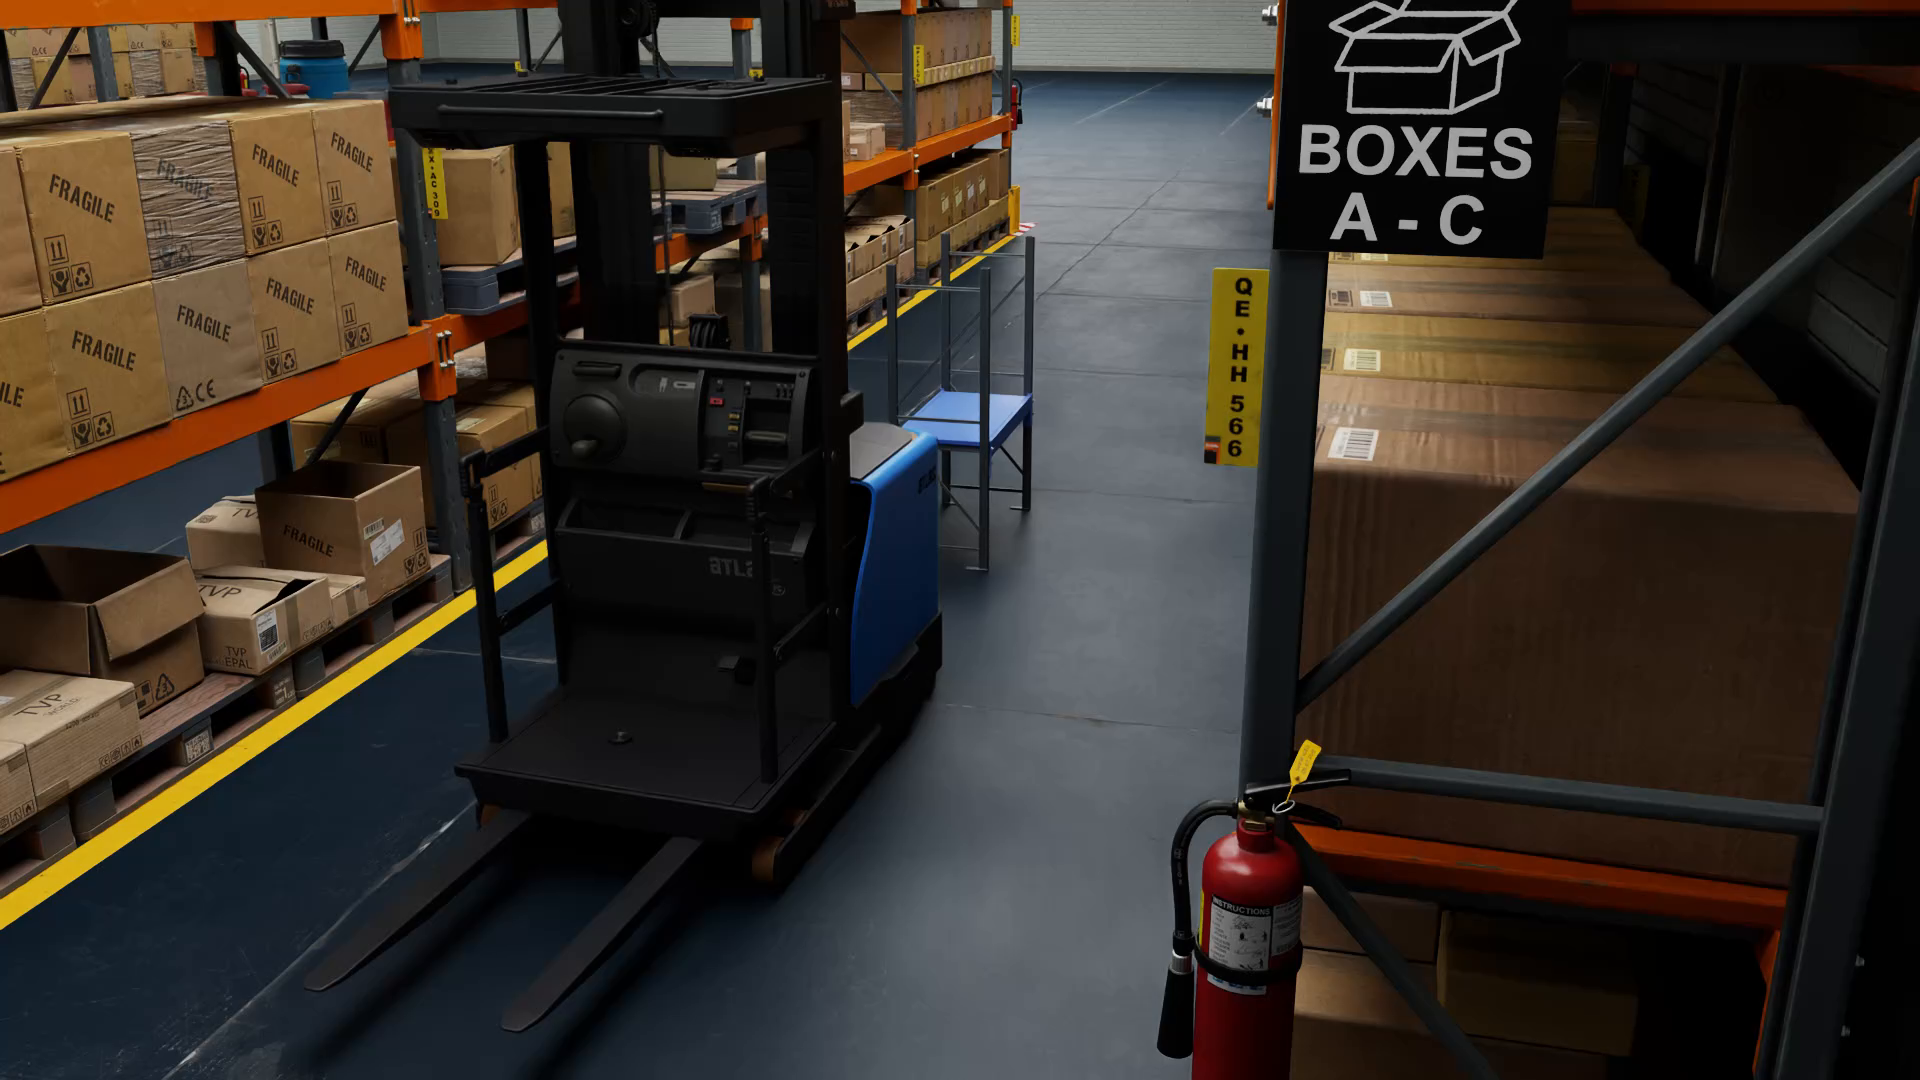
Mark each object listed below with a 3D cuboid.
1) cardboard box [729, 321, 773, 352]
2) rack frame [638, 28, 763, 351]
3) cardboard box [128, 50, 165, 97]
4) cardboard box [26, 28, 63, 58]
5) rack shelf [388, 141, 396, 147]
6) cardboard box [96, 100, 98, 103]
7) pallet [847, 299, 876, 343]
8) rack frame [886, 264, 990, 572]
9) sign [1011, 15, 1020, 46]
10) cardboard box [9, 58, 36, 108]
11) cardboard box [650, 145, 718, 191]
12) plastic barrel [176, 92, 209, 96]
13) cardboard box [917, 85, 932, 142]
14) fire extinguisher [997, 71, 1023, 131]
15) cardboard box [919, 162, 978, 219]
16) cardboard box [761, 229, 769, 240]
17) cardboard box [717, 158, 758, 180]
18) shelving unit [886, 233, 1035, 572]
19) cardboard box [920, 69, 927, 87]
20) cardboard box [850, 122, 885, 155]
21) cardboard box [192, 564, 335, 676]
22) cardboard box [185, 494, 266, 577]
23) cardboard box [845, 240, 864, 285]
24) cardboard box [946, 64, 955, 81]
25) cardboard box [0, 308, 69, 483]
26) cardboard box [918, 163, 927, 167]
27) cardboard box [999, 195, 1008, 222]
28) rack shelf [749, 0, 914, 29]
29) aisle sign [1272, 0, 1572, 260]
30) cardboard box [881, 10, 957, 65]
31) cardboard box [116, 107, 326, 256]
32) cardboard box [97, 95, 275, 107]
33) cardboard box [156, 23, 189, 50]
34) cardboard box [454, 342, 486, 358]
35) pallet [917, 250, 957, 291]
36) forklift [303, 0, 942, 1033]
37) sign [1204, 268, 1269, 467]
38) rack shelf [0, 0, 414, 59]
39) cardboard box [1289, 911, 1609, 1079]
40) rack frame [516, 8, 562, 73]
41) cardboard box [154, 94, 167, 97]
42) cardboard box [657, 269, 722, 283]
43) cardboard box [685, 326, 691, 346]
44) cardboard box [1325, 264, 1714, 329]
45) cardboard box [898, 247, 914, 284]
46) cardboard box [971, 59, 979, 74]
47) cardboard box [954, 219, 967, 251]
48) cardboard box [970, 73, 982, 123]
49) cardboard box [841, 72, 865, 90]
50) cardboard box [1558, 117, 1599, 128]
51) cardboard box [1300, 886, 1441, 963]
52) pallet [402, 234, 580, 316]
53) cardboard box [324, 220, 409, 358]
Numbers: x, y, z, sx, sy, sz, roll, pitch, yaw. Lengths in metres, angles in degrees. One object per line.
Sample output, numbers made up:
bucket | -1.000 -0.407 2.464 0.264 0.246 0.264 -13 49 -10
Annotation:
cardboard box | -1.460 -1.506 12.061 0.500 0.250 0.500 5 19 13
rack frame | -1.873 -2.468 11.272 1.000 3.000 0.127 5 19 13
cardboard box | -9.854 -5.457 19.409 0.875 0.500 0.500 5 19 13
cardboard box | -10.024 -5.444 17.824 0.500 0.500 0.500 5 19 13
rack shelf | -6.186 -3.146 14.372 1.077 0.370 4.000 5 19 13
cardboard box | -9.803 -4.901 18.784 0.380 0.149 0.250 5 19 13
pallet | -1.334 -1.784 13.585 1.003 0.211 1.213 5 19 13
rack frame | -0.103 -0.577 8.057 0.500 1.500 0.032 5 19 13
sign | 0.605 -5.588 18.249 0.100 0.325 0.005 5 19 13
cardboard box | -10.331 -4.829 17.570 0.875 0.500 0.500 5 19 13
cardboard box | -1.917 -2.507 10.584 0.700 0.500 0.500 -2 19 -5
plastic barrel | -6.429 -3.530 14.171 0.433 0.535 0.433 0 19 0
cardboard box | -0.671 -4.074 15.820 0.700 0.500 0.500 4 19 13
fire extinguisher | 0.561 -4.939 18.626 0.296 0.674 0.183 5 19 13
cardboard box | -0.114 -3.565 16.928 0.500 0.500 0.500 5 19 13
cardboard box | -1.491 -2.456 13.973 0.500 0.311 0.500 4 19 12
cardboard box | -1.742 -2.536 11.610 0.500 0.311 0.500 6 20 17
shelving unit | 0.021 -0.736 8.523 0.538 1.500 1.048 5 19 13
cardboard box | -0.519 -4.304 15.491 0.380 0.149 0.250 4 19 12
cardboard box | -0.973 -3.493 14.505 0.500 0.250 0.500 6 20 17
cardboard box | -2.897 0.286 6.688 0.500 0.311 0.500 5 19 13
cardboard box | -3.162 -0.035 7.629 0.500 0.311 0.500 5 19 13
cardboard box | -1.088 -2.258 13.394 0.500 0.311 0.500 4 19 13
cardboard box | -0.267 -4.630 16.445 0.380 0.149 0.250 4 19 13
cardboard box | -3.217 -0.445 5.195 0.500 0.500 0.500 5 19 13
cardboard box | -0.634 -3.607 17.052 0.500 0.500 0.500 5 19 13
cardboard box | 0.237 -3.681 18.429 0.500 0.250 0.500 5 19 13
rack shelf | -1.384 -4.174 12.738 1.077 0.370 4.000 5 19 13
aisle sign | 0.669 -0.802 2.372 0.394 0.787 0.004 5 19 13
cardboard box | -0.425 -4.994 16.507 0.700 0.500 0.500 5 19 13
cardboard box | -2.845 -1.395 6.429 0.500 0.500 0.500 4 19 12
cardboard box | -3.238 -1.609 7.056 0.500 0.500 0.500 5 20 15
cardboard box | -9.535 -6.071 19.659 0.500 0.500 0.500 5 19 13
cardboard box | -2.634 -0.888 9.832 0.500 0.500 0.500 4 19 12
pallet | -0.661 -2.648 16.113 1.003 0.211 1.213 5 19 13
forklift | -1.001 -0.407 5.345 1.130 2.935 3.031 6 20 16
sign | 0.454 -0.277 2.701 0.100 0.325 0.005 5 19 13
rack shelf | -3.339 -1.666 5.397 1.077 0.370 4.000 5 19 13
cardboard box | 1.051 1.187 3.790 0.700 0.500 0.500 5 19 13
rack frame | -4.721 -5.368 19.761 1.000 3.000 0.127 5 19 13
cardboard box | -9.643 -5.221 19.722 0.380 0.149 0.250 5 19 13
cardboard box | -1.984 -1.814 12.095 0.500 0.311 0.500 5 20 15
cardboard box | -1.874 -1.181 10.692 0.500 0.500 0.500 5 20 16
cardboard box | 1.454 -0.340 4.578 0.980 0.700 0.700 4 19 11
cardboard box | -0.716 -2.466 14.871 0.500 0.250 0.500 4 19 13
cardboard box | -0.015 -4.954 17.392 0.380 0.149 0.250 5 19 14
cardboard box | -0.234 -3.053 16.589 0.500 0.250 0.500 5 19 13
cardboard box | -0.168 -4.712 17.688 0.700 0.500 0.500 5 20 15
cardboard box | -1.037 -4.178 15.120 0.380 0.149 0.250 5 19 13
cardboard box | 2.441 -1.664 7.114 0.500 0.250 0.500 5 19 14
cardboard box | 0.906 0.825 3.845 0.380 0.149 0.250 4 19 13
pallet | -2.549 -1.365 8.340 1.003 0.211 1.213 5 19 13
cardboard box | -2.723 -1.084 7.067 0.500 0.500 0.500 5 19 14
